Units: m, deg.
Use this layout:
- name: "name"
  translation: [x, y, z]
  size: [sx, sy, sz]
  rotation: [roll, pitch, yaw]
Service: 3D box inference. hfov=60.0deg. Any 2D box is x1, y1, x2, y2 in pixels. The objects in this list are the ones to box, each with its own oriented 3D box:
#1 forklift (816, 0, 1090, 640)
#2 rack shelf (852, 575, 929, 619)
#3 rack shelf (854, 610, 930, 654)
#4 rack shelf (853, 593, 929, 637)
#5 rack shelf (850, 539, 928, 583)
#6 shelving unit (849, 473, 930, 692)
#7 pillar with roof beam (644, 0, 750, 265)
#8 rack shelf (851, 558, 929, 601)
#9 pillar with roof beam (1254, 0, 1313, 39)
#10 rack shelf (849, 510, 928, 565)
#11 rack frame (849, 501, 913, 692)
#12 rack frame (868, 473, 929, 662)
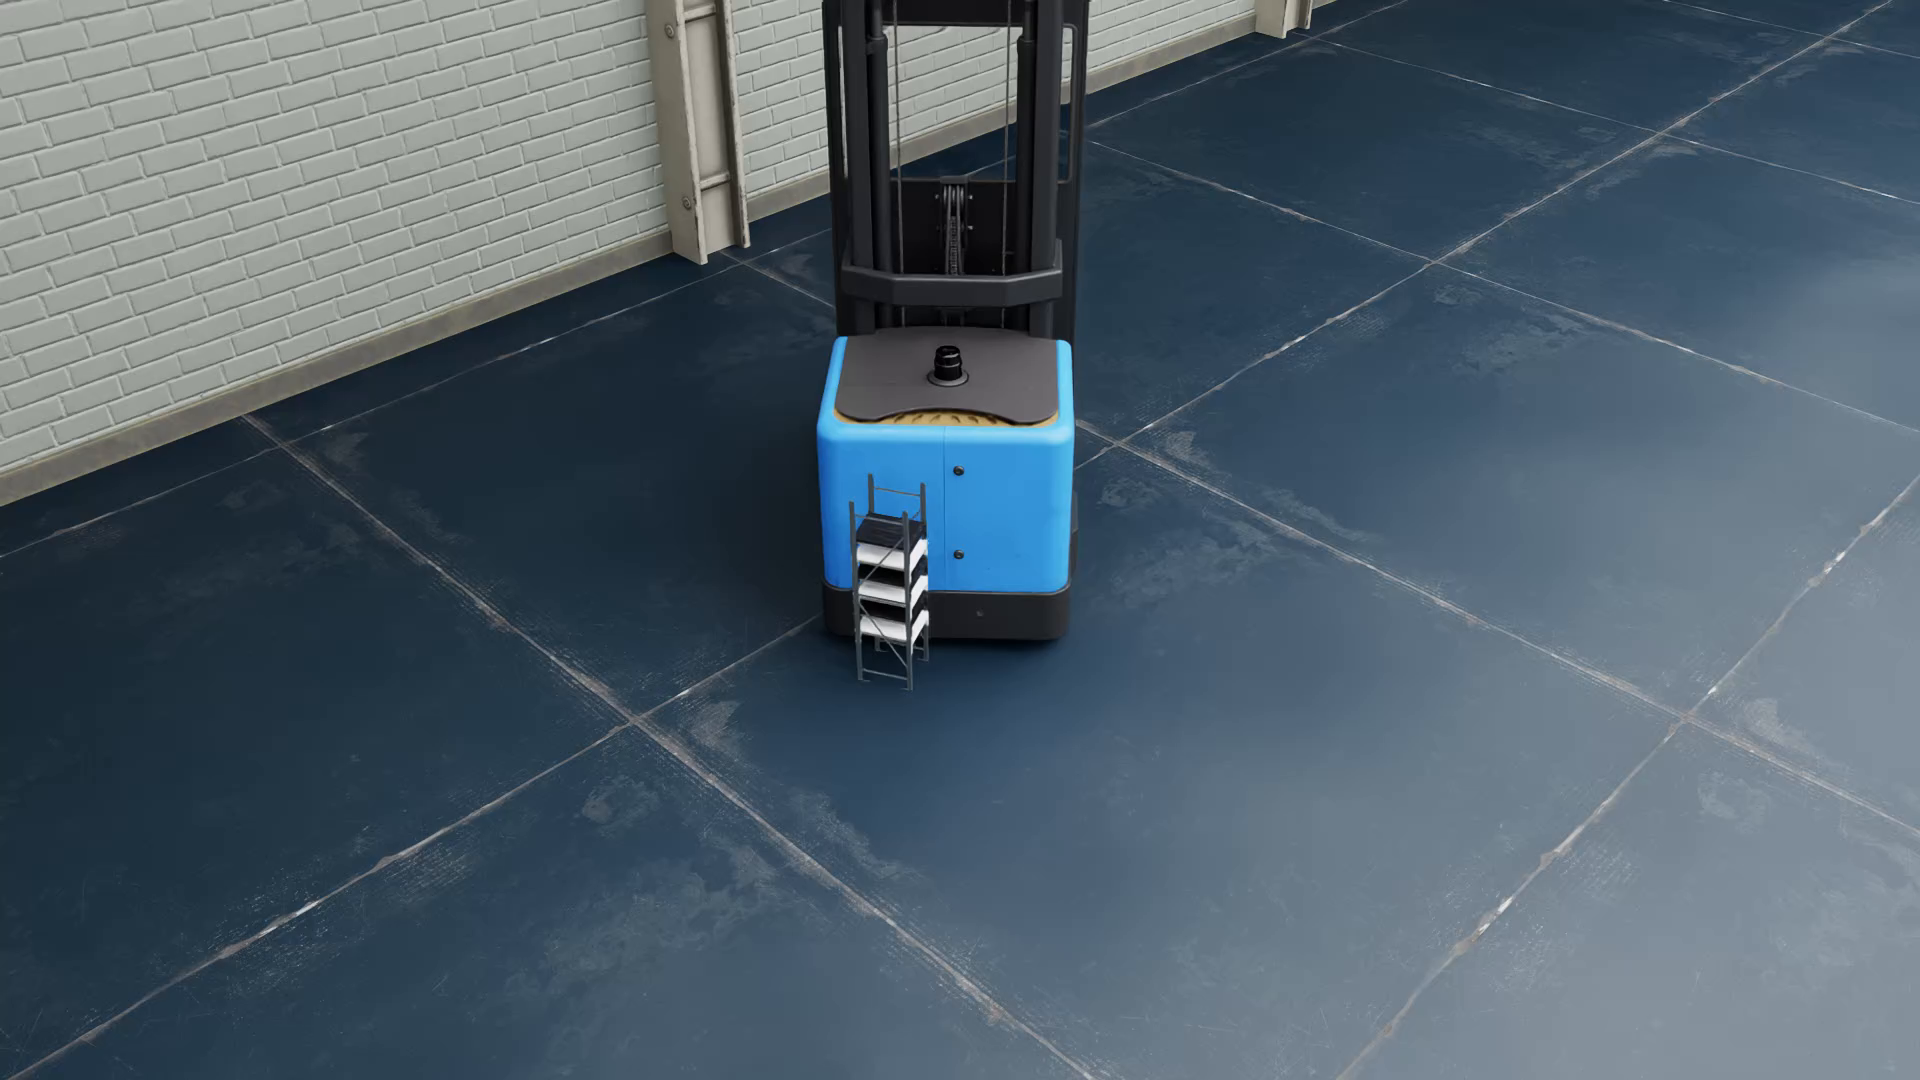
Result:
- name: "forklift"
  translation: [-0.009, -1.595, 7.475]
  size: [1.130, 2.935, 3.031]
  rotation: [1, 35, 2]
- name: "rack shelf"
  translation: [-0.279, 0.209, 6.720]
  size: [0.258, 0.077, 0.200]
  rotation: [11, 37, 15]
- name: "rack shelf"
  translation: [-0.278, 0.355, 6.825]
  size: [0.258, 0.077, 0.200]
  rotation: [11, 37, 15]
- name: "rack shelf"
  translation: [-0.279, 0.282, 6.772]
  size: [0.258, 0.077, 0.200]
  rotation: [11, 37, 15]
- name: "rack shelf"
  translation: [-0.280, 0.062, 6.616]
  size: [0.258, 0.077, 0.200]
  rotation: [11, 37, 15]
- name: "shelving unit"
  translation: [-0.279, 0.182, 6.701]
  size: [0.258, 0.900, 0.210]
  rotation: [11, 37, 15]
- name: "pillar with roof beam"
  translation: [1.502, -3.778, 5.301]
  size: [9.100, 9.000, 0.400]
  rotation: [30, 45, 35]
- name: "rack shelf"
  translation: [-0.279, 0.135, 6.668]
  size: [0.258, 0.077, 0.200]
  rotation: [11, 37, 15]
- name: "pillar with roof beam"
  translation: [5.729, -6.214, 8.794]
  size: [9.100, 9.000, 0.400]
  rotation: [30, 45, 35]
- name: "rack shelf"
  translation: [-0.280, -0.011, 6.563]
  size: [0.258, 0.077, 0.200]
  rotation: [11, 37, 15]
- name: "rack frame"
  translation: [-0.311, 0.238, 6.622]
  size: [0.240, 0.900, 0.006]
  rotation: [11, 37, 15]
- name: "rack frame"
  translation: [-0.248, 0.125, 6.779]
  size: [0.240, 0.900, 0.006]
  rotation: [11, 37, 15]
